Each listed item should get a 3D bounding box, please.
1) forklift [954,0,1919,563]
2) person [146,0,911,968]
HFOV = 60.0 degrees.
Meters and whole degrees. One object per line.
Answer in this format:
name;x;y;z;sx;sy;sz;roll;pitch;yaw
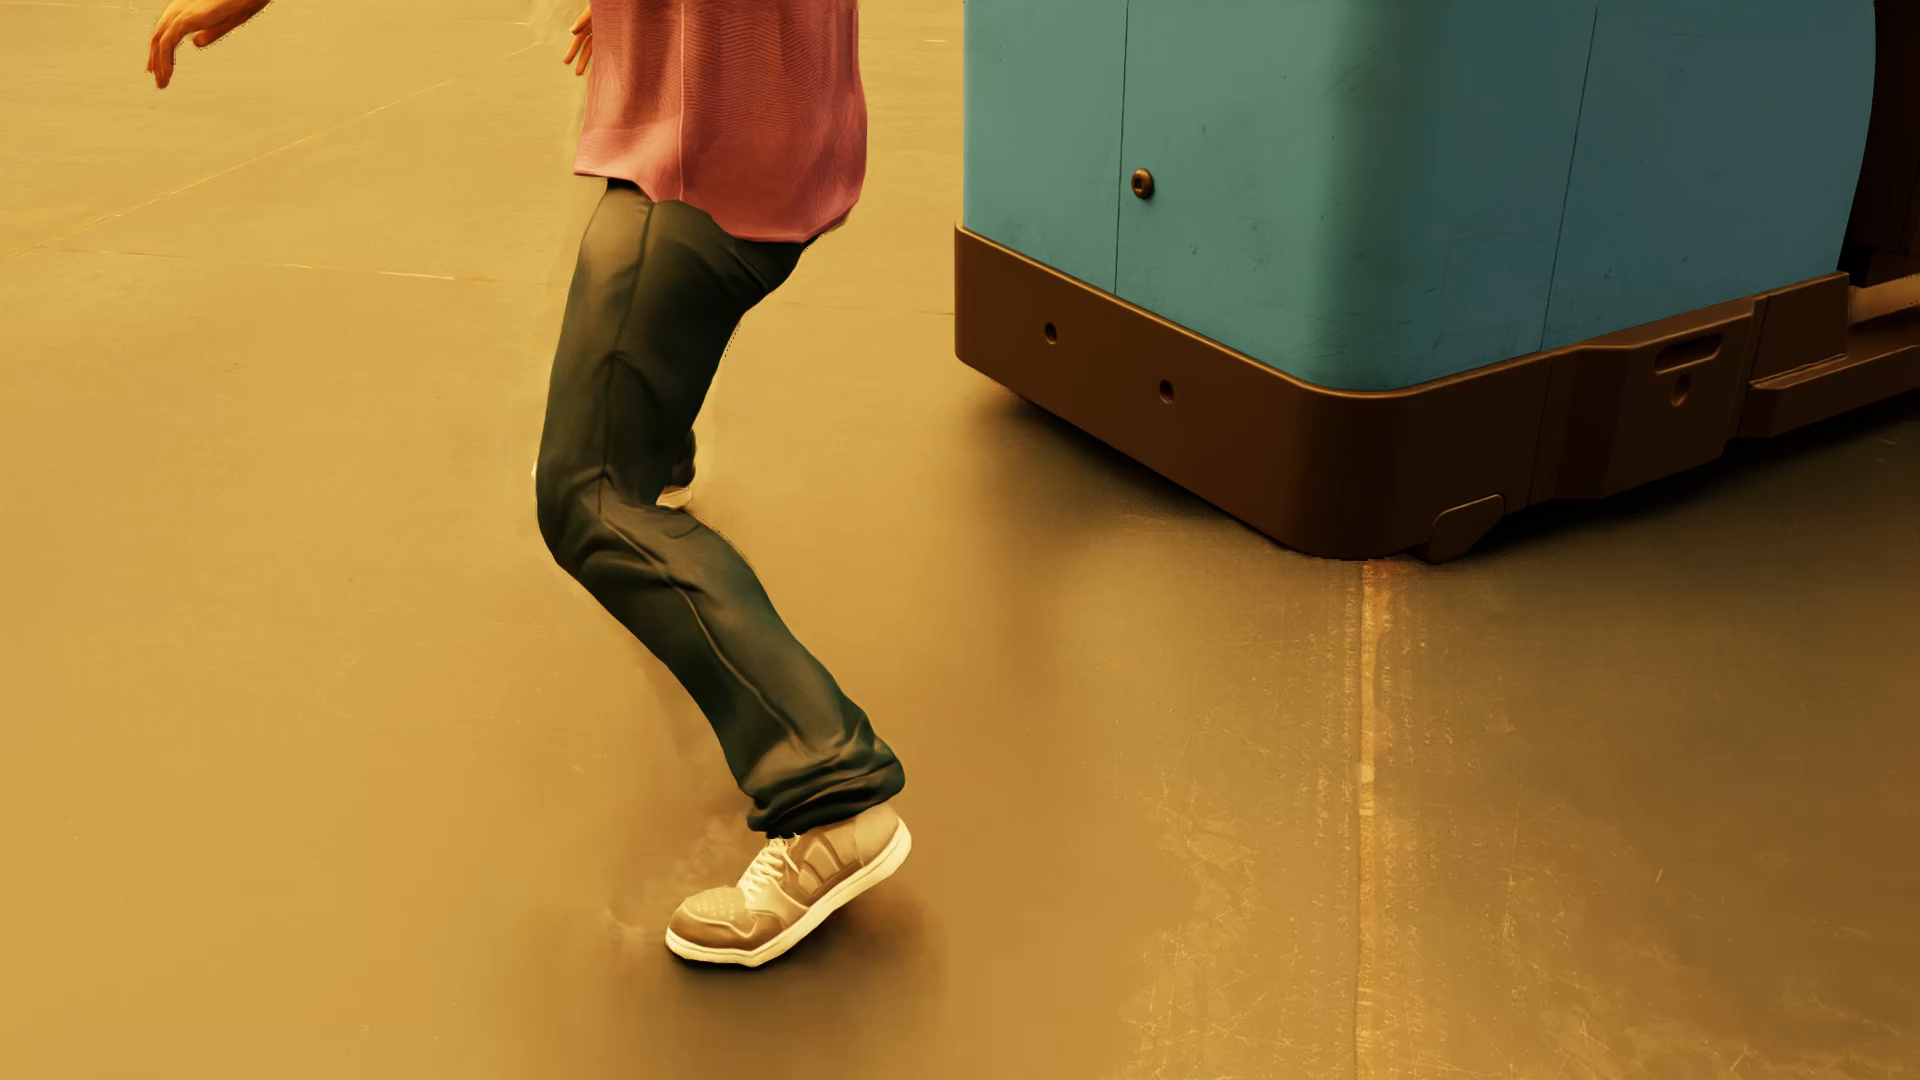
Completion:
forklift;1.513;-1.761;2.737;3.031;2.935;1.130;-16;31;-28
person;-0.379;-0.443;1.840;0.909;1.413;0.986;8;28;16
